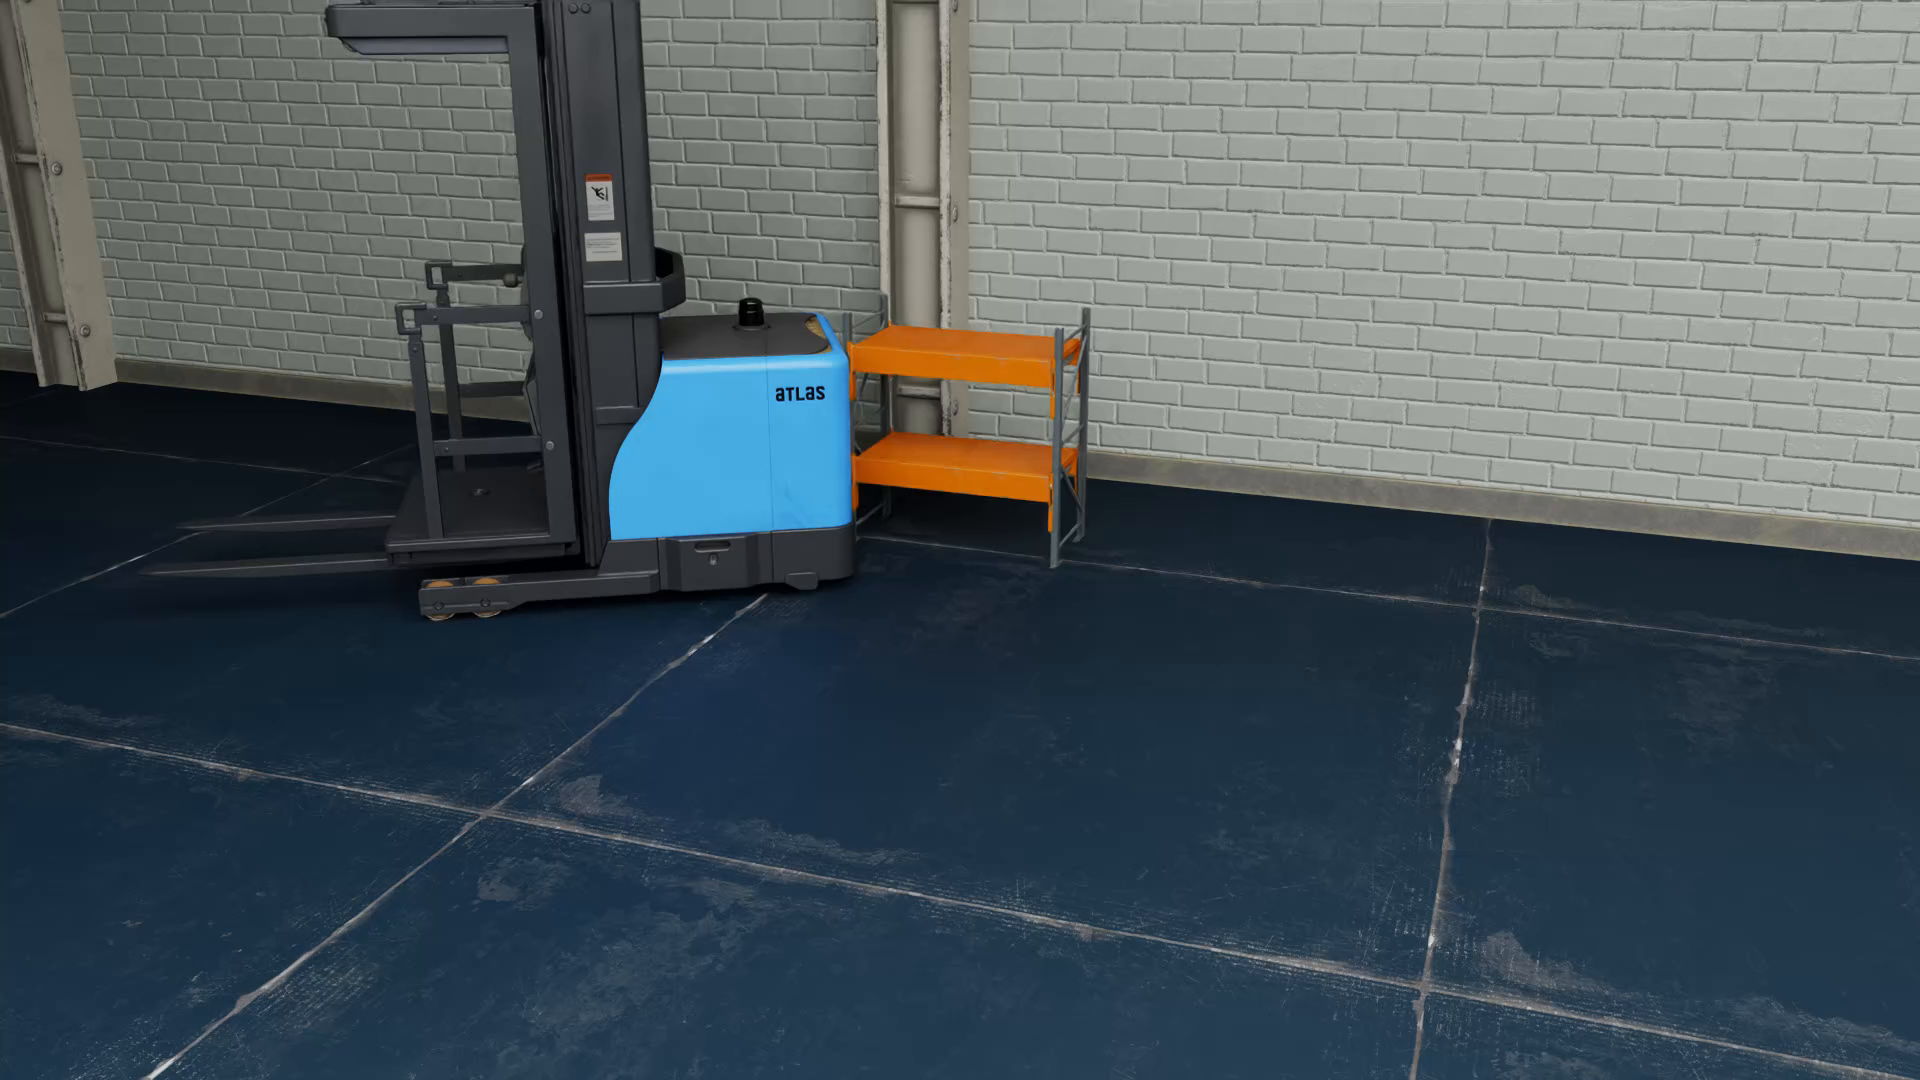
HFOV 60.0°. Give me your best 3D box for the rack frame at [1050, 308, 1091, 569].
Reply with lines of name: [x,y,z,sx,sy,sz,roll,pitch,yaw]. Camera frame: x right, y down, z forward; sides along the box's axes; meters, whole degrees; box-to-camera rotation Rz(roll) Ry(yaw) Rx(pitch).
rack frame: [0.514,-0.477,7.735,0.032,1.125,0.500,7,20,18]

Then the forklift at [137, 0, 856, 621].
forklift: [-2.032,-1.229,7.148,3.031,2.935,1.130,-3,20,-10]

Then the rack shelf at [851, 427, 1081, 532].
rack shelf: [0.034,-0.301,7.974,1.000,0.278,0.538,7,20,18]

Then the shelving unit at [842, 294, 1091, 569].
shelving unit: [0.034,-0.532,7.893,1.048,1.125,0.538,7,20,18]

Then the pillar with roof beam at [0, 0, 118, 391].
pillar with roof beam: [-7.270,-3.955,5.752,0.400,9.000,9.100,7,20,18]

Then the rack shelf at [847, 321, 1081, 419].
rack shelf: [0.034,-0.808,7.797,1.000,0.278,0.538,7,20,18]

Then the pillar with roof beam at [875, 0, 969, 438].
pillar with roof beam: [-1.602,-3.307,3.892,0.400,9.000,9.100,7,20,18]

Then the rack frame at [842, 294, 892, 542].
rack frame: [-0.446,-0.587,8.052,0.032,1.125,0.500,7,20,18]
